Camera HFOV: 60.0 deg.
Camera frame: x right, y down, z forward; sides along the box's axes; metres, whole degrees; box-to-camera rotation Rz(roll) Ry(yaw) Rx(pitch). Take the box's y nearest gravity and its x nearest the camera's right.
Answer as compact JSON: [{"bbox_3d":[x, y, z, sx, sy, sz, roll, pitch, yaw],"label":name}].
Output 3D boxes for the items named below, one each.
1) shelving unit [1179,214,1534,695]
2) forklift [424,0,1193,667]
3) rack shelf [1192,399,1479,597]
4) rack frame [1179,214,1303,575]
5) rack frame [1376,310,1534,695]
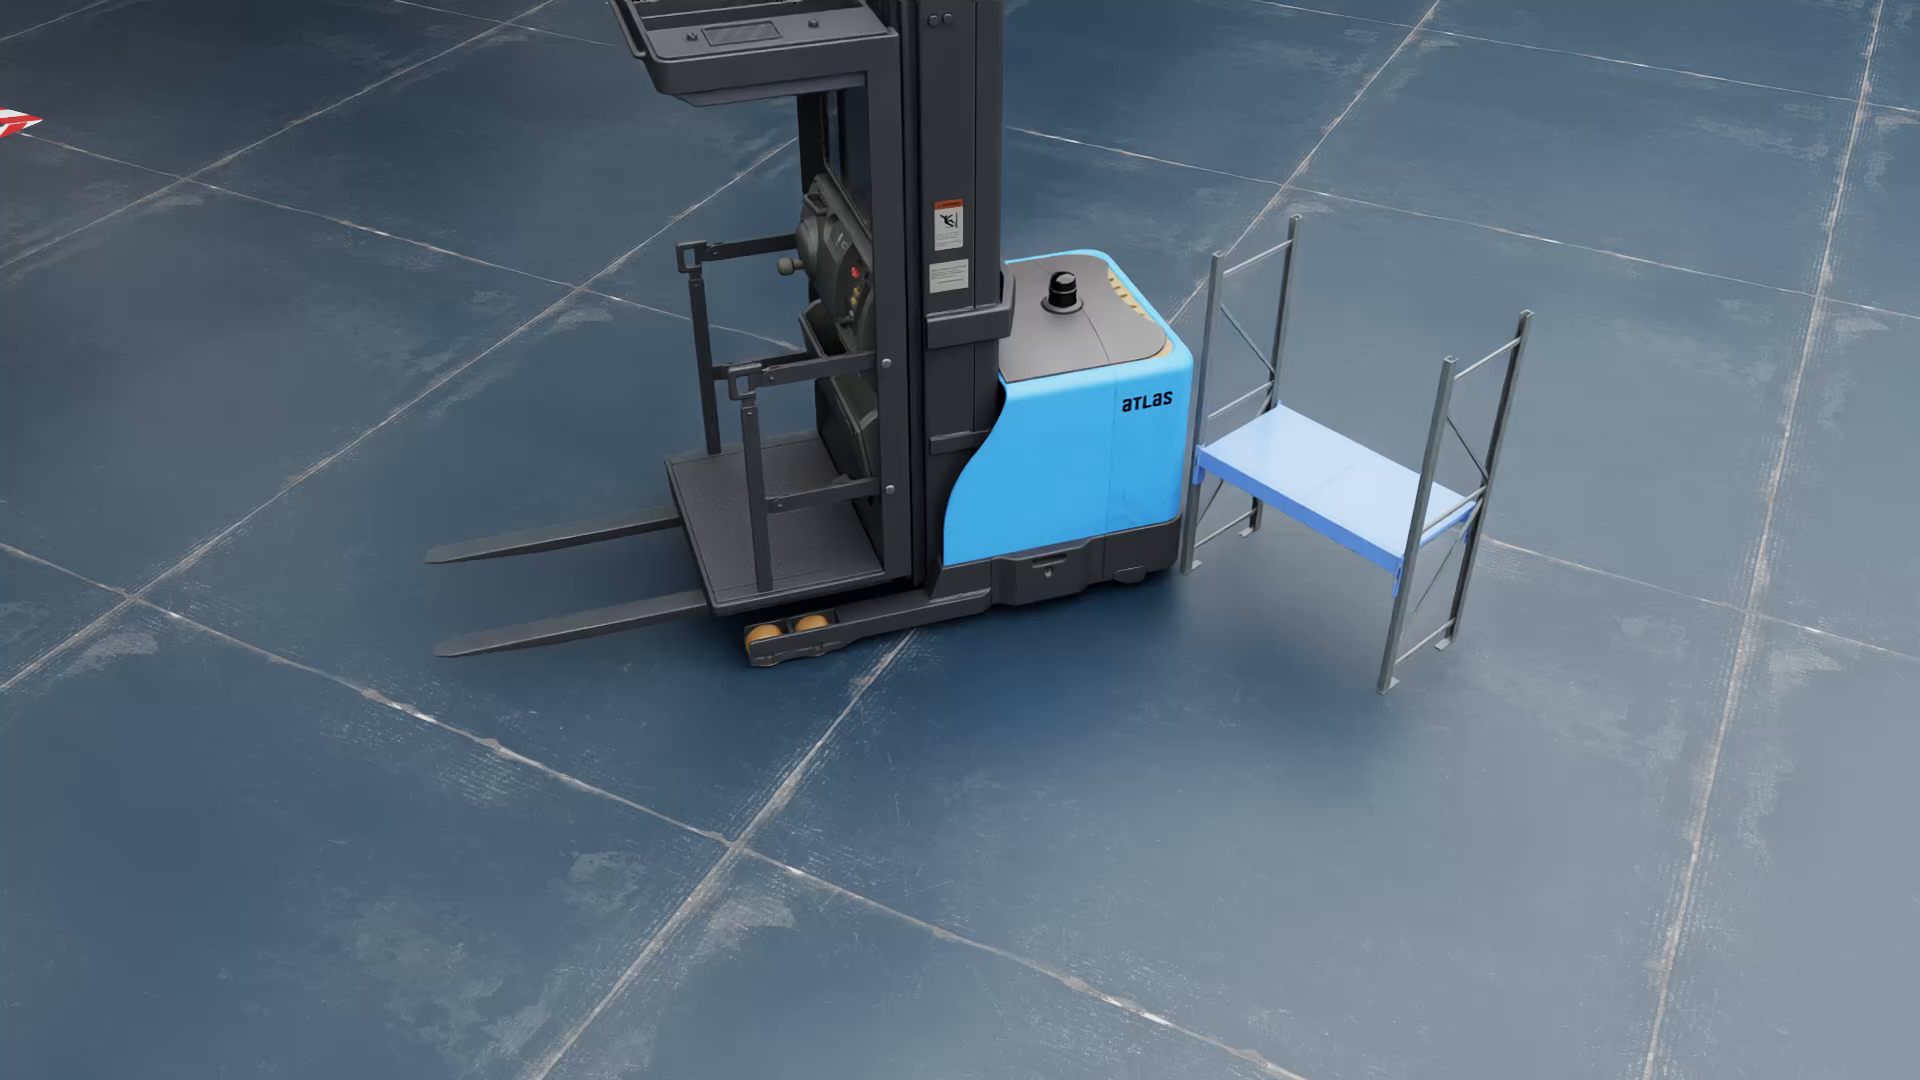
[{"bbox_3d":[1.471,-0.330,6.444,0.538,1.500,1.048,-29,46,-32],"label":"shelving unit"},{"bbox_3d":[-0.652,-1.025,6.176,3.031,2.935,1.130,-11,39,-14],"label":"forklift"},{"bbox_3d":[1.471,-0.187,6.553,0.538,0.185,1.000,-29,46,-32],"label":"rack shelf"},{"bbox_3d":[1.129,-0.557,6.743,0.500,1.500,0.032,-29,46,-32],"label":"rack frame"},{"bbox_3d":[1.814,-0.103,6.145,0.500,1.500,0.032,-29,46,-32],"label":"rack frame"}]
